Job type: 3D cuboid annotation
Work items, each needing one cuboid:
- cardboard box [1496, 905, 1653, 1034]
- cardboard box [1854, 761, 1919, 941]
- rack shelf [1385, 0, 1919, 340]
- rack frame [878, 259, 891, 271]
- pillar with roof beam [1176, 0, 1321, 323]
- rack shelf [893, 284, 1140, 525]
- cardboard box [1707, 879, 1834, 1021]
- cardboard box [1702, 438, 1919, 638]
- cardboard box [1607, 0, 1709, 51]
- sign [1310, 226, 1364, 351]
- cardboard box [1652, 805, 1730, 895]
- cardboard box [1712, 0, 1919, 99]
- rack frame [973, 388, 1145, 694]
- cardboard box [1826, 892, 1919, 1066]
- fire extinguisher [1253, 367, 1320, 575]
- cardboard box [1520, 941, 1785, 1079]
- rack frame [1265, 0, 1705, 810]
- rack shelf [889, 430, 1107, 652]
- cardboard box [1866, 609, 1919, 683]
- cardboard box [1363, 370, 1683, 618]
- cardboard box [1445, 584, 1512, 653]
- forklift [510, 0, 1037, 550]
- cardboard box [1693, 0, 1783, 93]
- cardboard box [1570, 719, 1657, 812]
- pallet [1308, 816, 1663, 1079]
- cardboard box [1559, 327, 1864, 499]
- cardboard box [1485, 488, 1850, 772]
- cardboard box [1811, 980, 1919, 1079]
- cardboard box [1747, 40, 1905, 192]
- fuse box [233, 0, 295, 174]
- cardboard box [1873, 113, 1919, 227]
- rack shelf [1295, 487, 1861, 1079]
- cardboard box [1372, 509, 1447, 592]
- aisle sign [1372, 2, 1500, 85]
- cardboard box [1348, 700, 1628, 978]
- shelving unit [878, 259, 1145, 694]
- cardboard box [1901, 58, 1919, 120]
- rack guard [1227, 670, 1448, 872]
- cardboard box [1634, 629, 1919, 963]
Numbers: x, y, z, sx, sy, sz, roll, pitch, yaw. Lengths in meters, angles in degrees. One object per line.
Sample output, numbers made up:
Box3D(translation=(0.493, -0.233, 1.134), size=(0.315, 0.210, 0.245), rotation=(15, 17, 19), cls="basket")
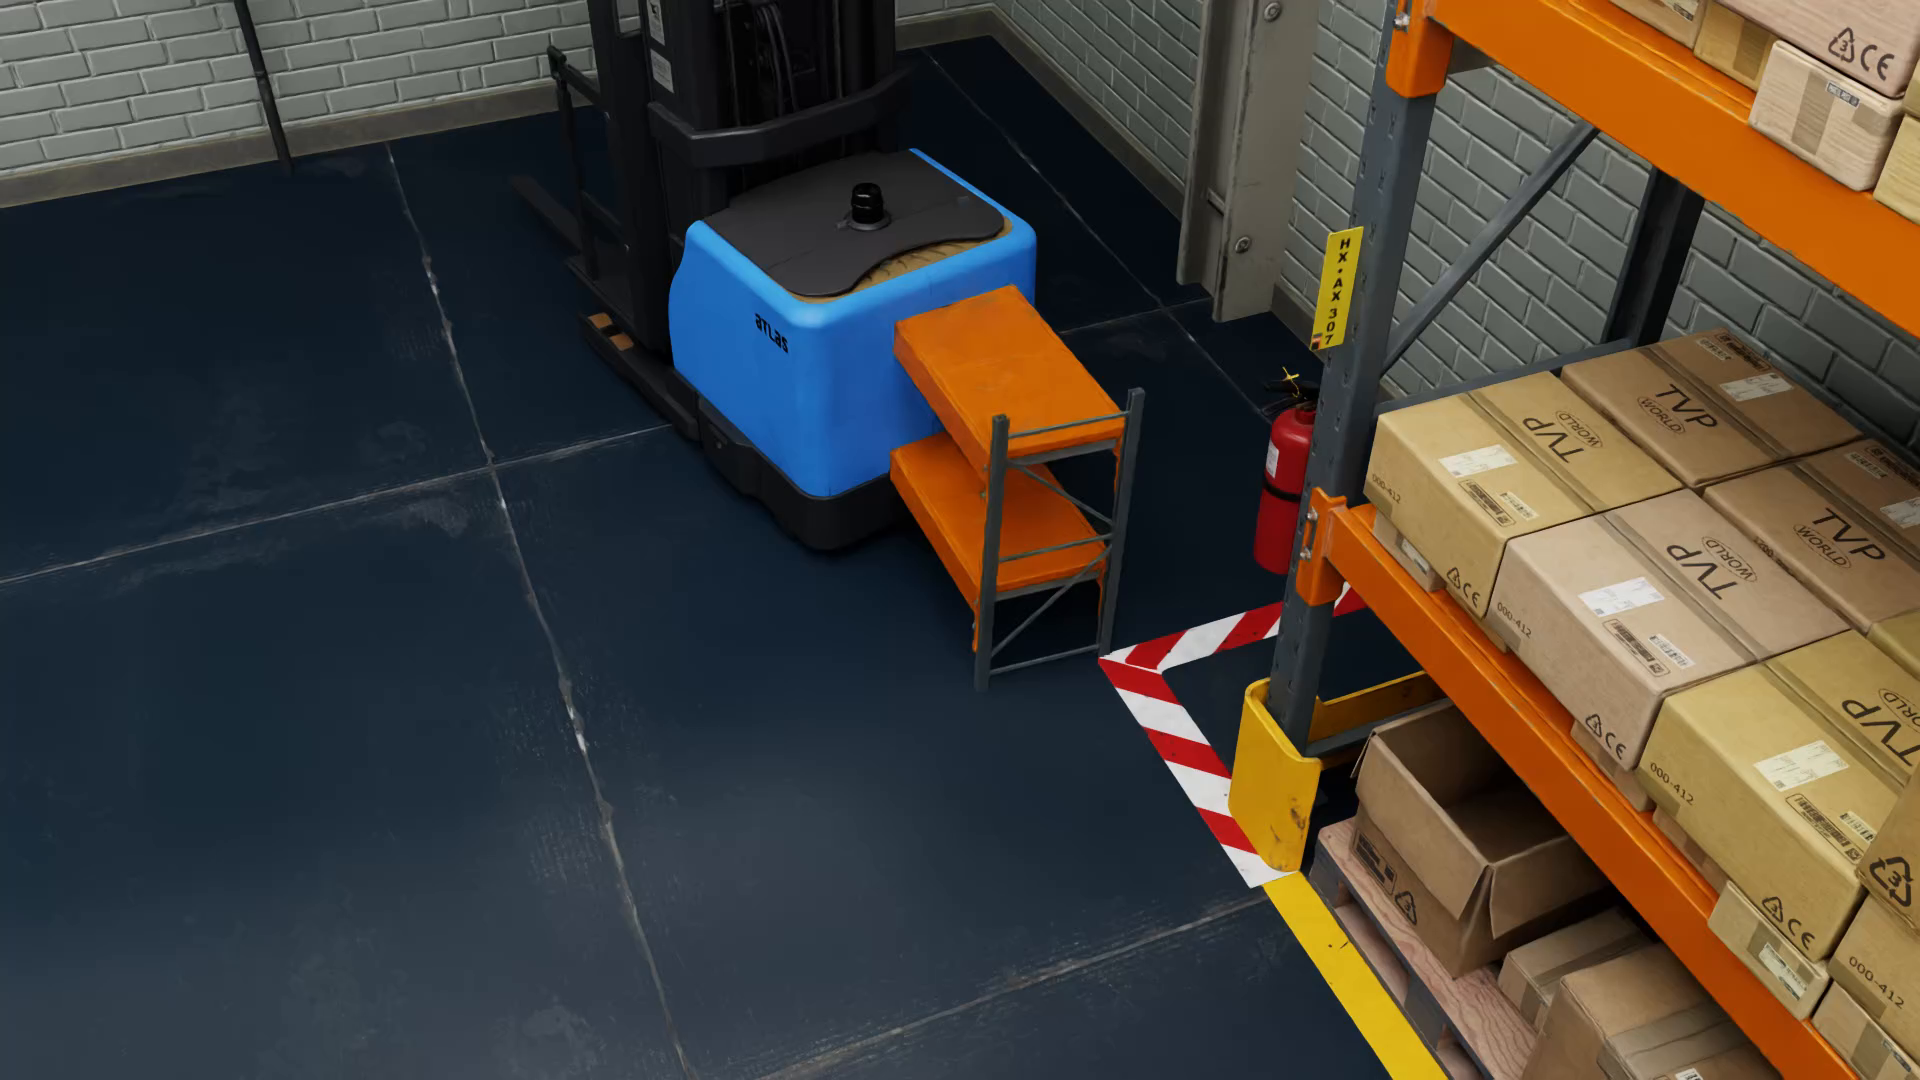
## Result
Box3D(translation=(1.678, 1.174, 4.449), size=(0.380, 0.149, 0.250), rotation=(-17, 43, -19), cls="cardboard box")
Box3D(translation=(1.904, 0.498, 2.682), size=(0.500, 0.500, 0.500), rotation=(-14, 43, -16), cls="cardboard box")
Box3D(translation=(2.170, -0.065, 2.277), size=(1.077, 0.370, 4.000), rotation=(-15, 43, -17), cls="rack shelf")
Box3D(translation=(-0.078, -0.565, 6.124), size=(0.500, 1.125, 0.032), rotation=(-12, 41, -19), cls="rack frame")
Box3D(translation=(-2.772, -3.455, 3.367), size=(9.100, 9.000, 0.400), rotation=(-15, 43, -17), cls="pillar with roof beam")
Box3D(translation=(0.129, -0.498, 5.579), size=(0.538, 0.278, 1.000), rotation=(-12, 41, -19), cls="rack shelf")
Box3D(translation=(1.724, 0.744, 3.276), size=(0.380, 0.149, 0.250), rotation=(-16, 43, -18), cls="cardboard box")
Box3D(translation=(2.022, 0.060, 3.766), size=(0.500, 0.250, 0.500), rotation=(-15, 43, -17), cls="cardboard box")
Box3D(translation=(1.436, -1.046, 3.058), size=(0.380, 0.149, 0.250), rotation=(-14, 43, -16), cls="cardboard box")
Box3D(translation=(0.903, -0.598, 3.981), size=(0.100, 0.325, 0.005), rotation=(-15, 43, -17), cls="sign")
Box3D(translation=(1.697, 0.573, 3.475), size=(0.380, 0.149, 0.250), rotation=(-14, 43, -16), cls="cardboard box")
Box3D(translation=(1.535, -0.962, 2.655), size=(0.500, 0.250, 0.500), rotation=(-14, 43, -16), cls="cardboard box")
Box3D(translation=(0.308, 0.029, 5.395), size=(0.500, 1.125, 0.032), rotation=(-12, 41, -19), cls="rack frame")
Box3D(translation=(1.935, 0.790, 2.918), size=(0.500, 0.250, 0.500), rotation=(-16, 43, -18), cls="cardboard box")
Box3D(translation=(0.921, -0.208, 4.537), size=(0.296, 0.674, 0.183), rotation=(-15, 43, -17), cls="fire extinguisher")
Box3D(translation=(1.842, 1.300, 4.033), size=(0.700, 0.500, 0.500), rotation=(-13, 42, -15), cls="cardboard box")
Box3D(translation=(1.405, -0.406, 4.421), size=(1.000, 3.000, 0.127), rotation=(-15, 43, -17), cls="rack frame")
Box3D(translation=(0.103, -0.076, 5.910), size=(0.538, 0.278, 1.000), rotation=(-12, 41, -19), cls="rack shelf")
Box3D(translation=(2.207, 0.360, 3.418), size=(0.500, 0.250, 0.500), rotation=(-14, 43, -16), cls="cardboard box")
Box3D(translation=(1.329, -0.121, 3.977), size=(0.500, 0.250, 0.500), rotation=(-15, 43, -17), cls="cardboard box")
Box3D(translation=(1.417, 0.098, 4.028), size=(0.380, 0.149, 0.250), rotation=(-14, 43, -16), cls="cardboard box")
Box3D(translation=(-0.981, -1.992, 6.318), size=(1.130, 2.935, 3.031), rotation=(-25, 47, -26), cls="forklift")
Box3D(translation=(1.519, -0.888, 2.874), size=(0.380, 0.149, 0.250), rotation=(-15, 43, -17), cls="cardboard box")
Box3D(translation=(1.590, 0.415, 3.660), size=(0.380, 0.149, 0.250), rotation=(-14, 43, -16), cls="cardboard box")
Box3D(translation=(1.740, 1.178, 4.719), size=(1.003, 0.211, 1.213), rotation=(-15, 43, -17), cls="pallet")
Box3D(translation=(1.826, -0.251, 4.128), size=(0.500, 0.250, 0.500), rotation=(-14, 43, -16), cls="cardboard box")
Box3D(translation=(1.523, 0.183, 3.624), size=(0.500, 0.250, 0.500), rotation=(-15, 43, -16), cls="cardboard box")
Box3D(translation=(1.844, 0.898, 3.098), size=(0.380, 0.149, 0.250), rotation=(-14, 43, -16), cls="cardboard box")
Box3D(translation=(1.519, -0.712, 2.669), size=(0.380, 0.149, 0.250), rotation=(-14, 43, -16), cls="cardboard box")
Box3D(translation=(-3.362, -2.504, 7.849), size=(0.539, 1.711, 0.414), rotation=(-15, 43, -17), cls="fuse box")
Box3D(translation=(1.626, -0.556, 2.488), size=(0.380, 0.149, 0.250), rotation=(-15, 43, -17), cls="cardboard box")
Box3D(translation=(2.170, 1.072, 3.255), size=(1.077, 0.370, 4.000), rotation=(-15, 43, -17), cls="rack shelf")
Box3D(translation=(1.277, -0.044, 4.193), size=(0.380, 0.149, 0.250), rotation=(-15, 43, -17), cls="cardboard box")
Box3D(translation=(1.107, -1.359, 3.536), size=(0.394, 0.787, 0.004), rotation=(-15, 43, -17), cls="aisle sign")
Box3D(translation=(1.551, 0.774, 4.642), size=(0.797, 0.503, 0.637), rotation=(-17, 43, -19), cls="cardboard box")
Box3D(translation=(0.115, -0.268, 5.759), size=(0.538, 1.125, 1.048), rotation=(-12, 41, -19), cls="shelving unit")
Box3D(translation=(1.720, -0.651, 2.293), size=(0.500, 0.250, 0.500), rotation=(-16, 43, -18), cls="cardboard box")
Box3D(translation=(1.434, 0.588, 5.183), size=(1.175, 0.500, 0.348), rotation=(-15, 43, -17), cls="rack guard")
Box3D(translation=(1.720, 0.487, 3.270), size=(0.500, 0.250, 0.500), rotation=(-16, 43, -18), cls="cardboard box")
